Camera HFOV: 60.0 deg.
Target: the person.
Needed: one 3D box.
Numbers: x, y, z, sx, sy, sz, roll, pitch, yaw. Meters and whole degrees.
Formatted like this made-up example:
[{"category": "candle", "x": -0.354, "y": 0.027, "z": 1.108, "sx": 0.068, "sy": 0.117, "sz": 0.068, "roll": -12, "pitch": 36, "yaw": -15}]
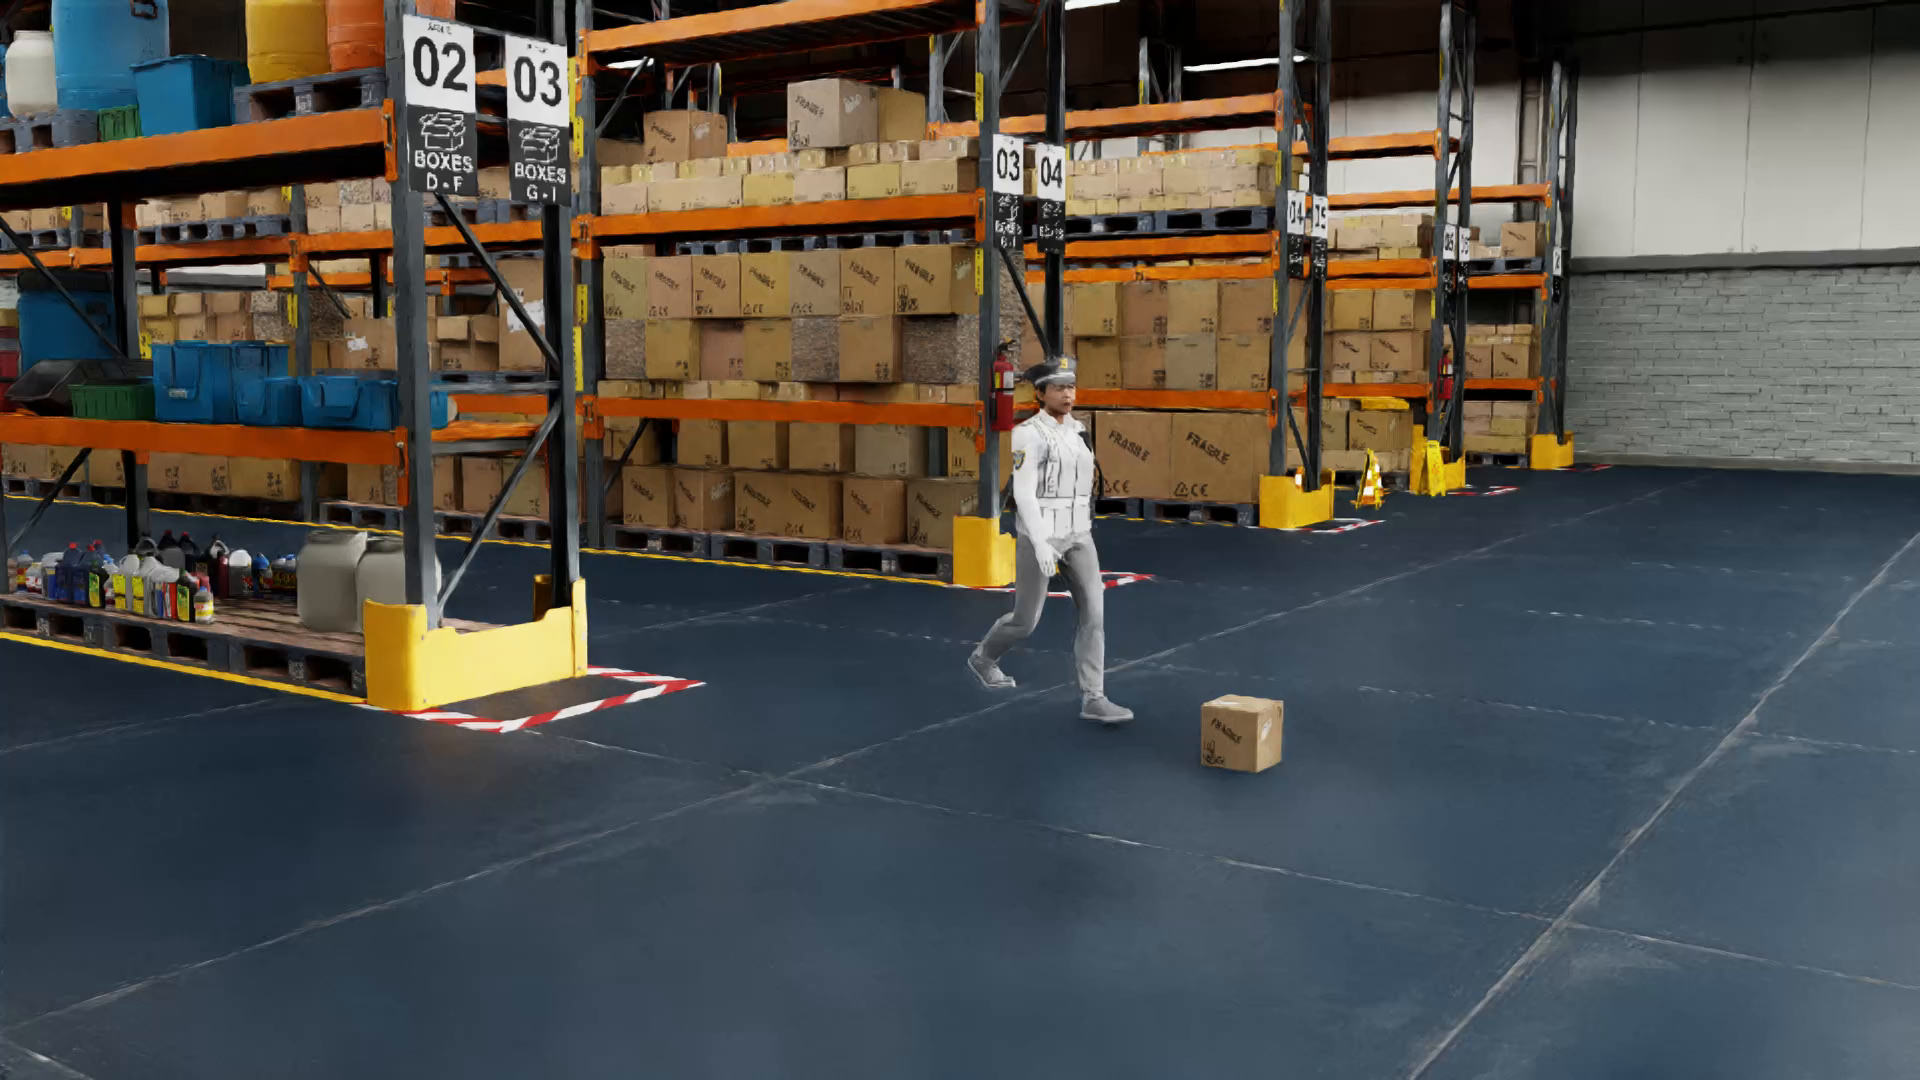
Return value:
[{"category": "person", "x": 0.404, "y": -0.025, "z": 7.611, "sx": 0.501, "sy": 1.637, "sz": 0.958, "roll": -5, "pitch": 8, "yaw": -37}]
